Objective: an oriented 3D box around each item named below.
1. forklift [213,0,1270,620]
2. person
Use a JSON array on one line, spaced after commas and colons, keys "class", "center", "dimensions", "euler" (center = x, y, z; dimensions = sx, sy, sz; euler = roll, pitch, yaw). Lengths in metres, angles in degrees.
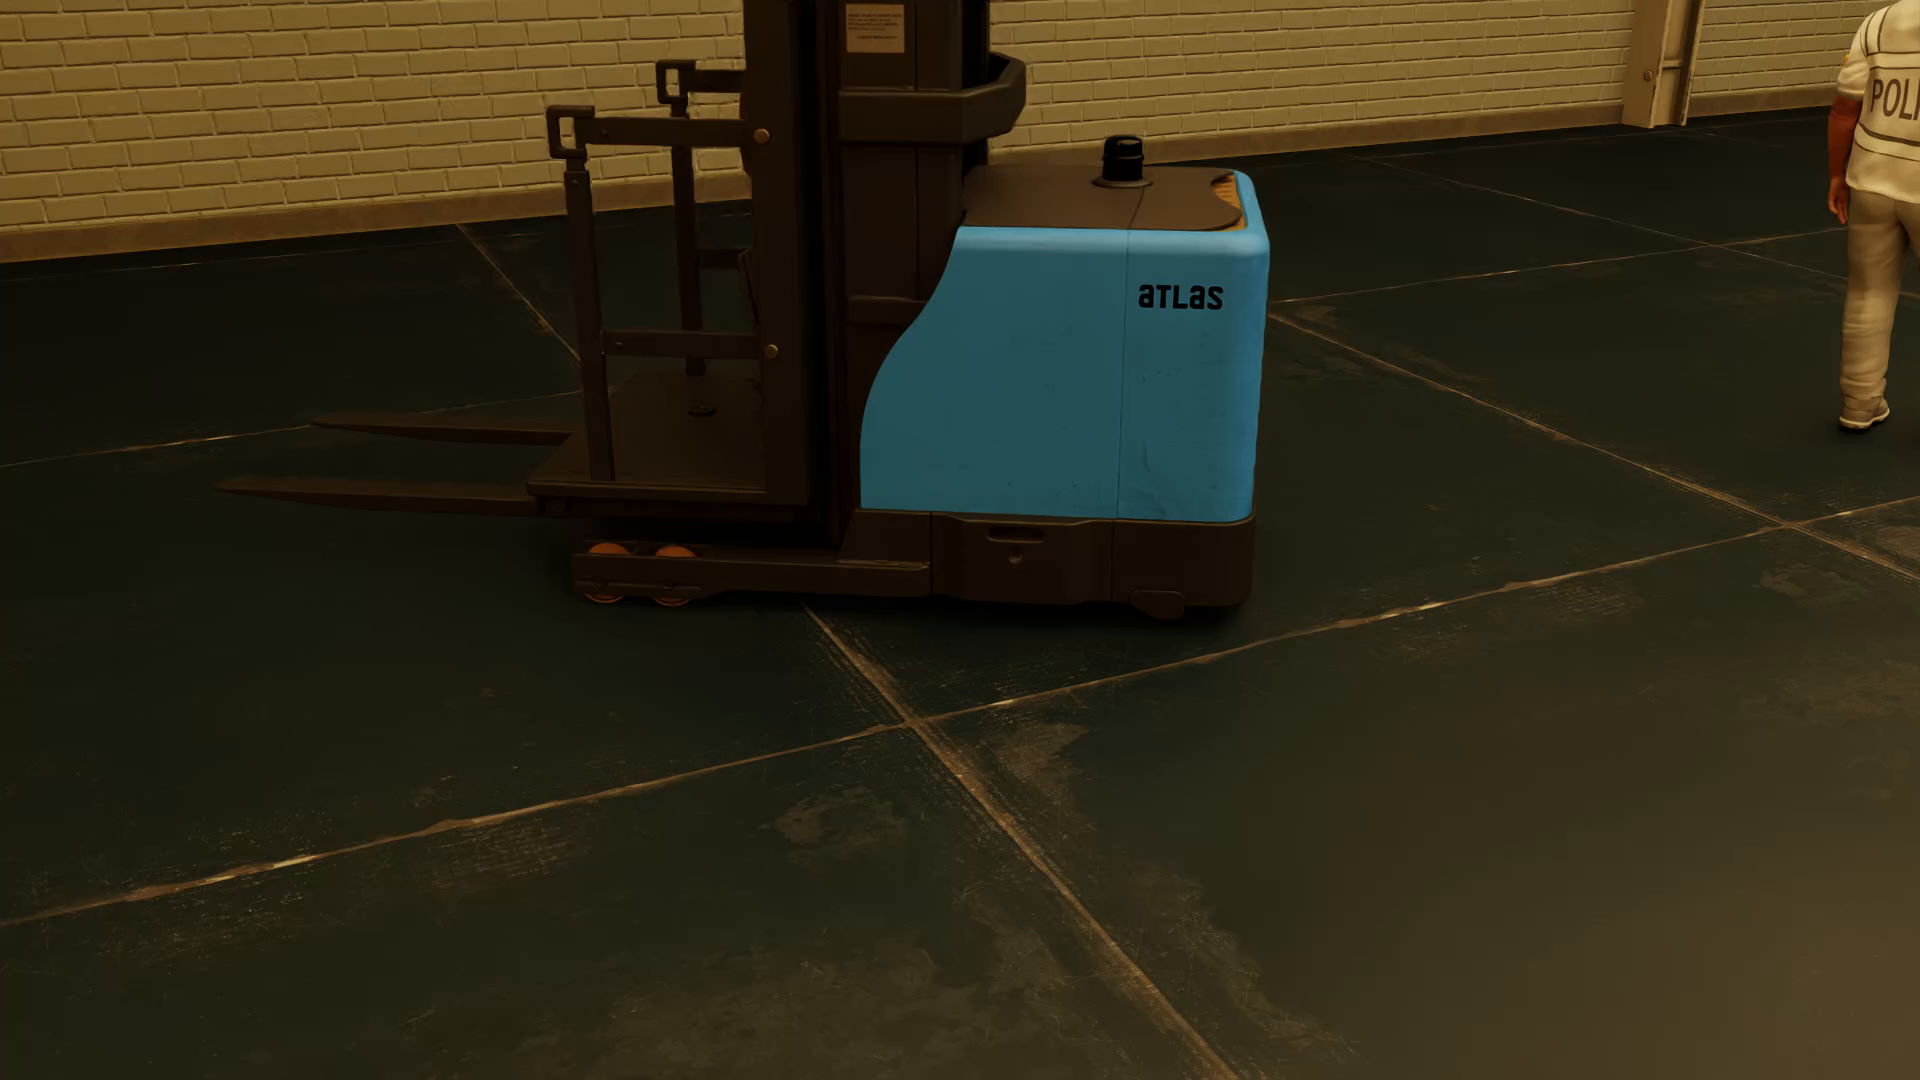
[{"class": "forklift", "center": [-0.663, -1.365, 4.573], "dimensions": [3.031, 2.935, 1.130], "euler": [2, 23, 6]}, {"class": "person", "center": [3.356, -1.242, 5.755], "dimensions": [0.576, 1.780, 0.640], "euler": [-18, 28, -36]}]
